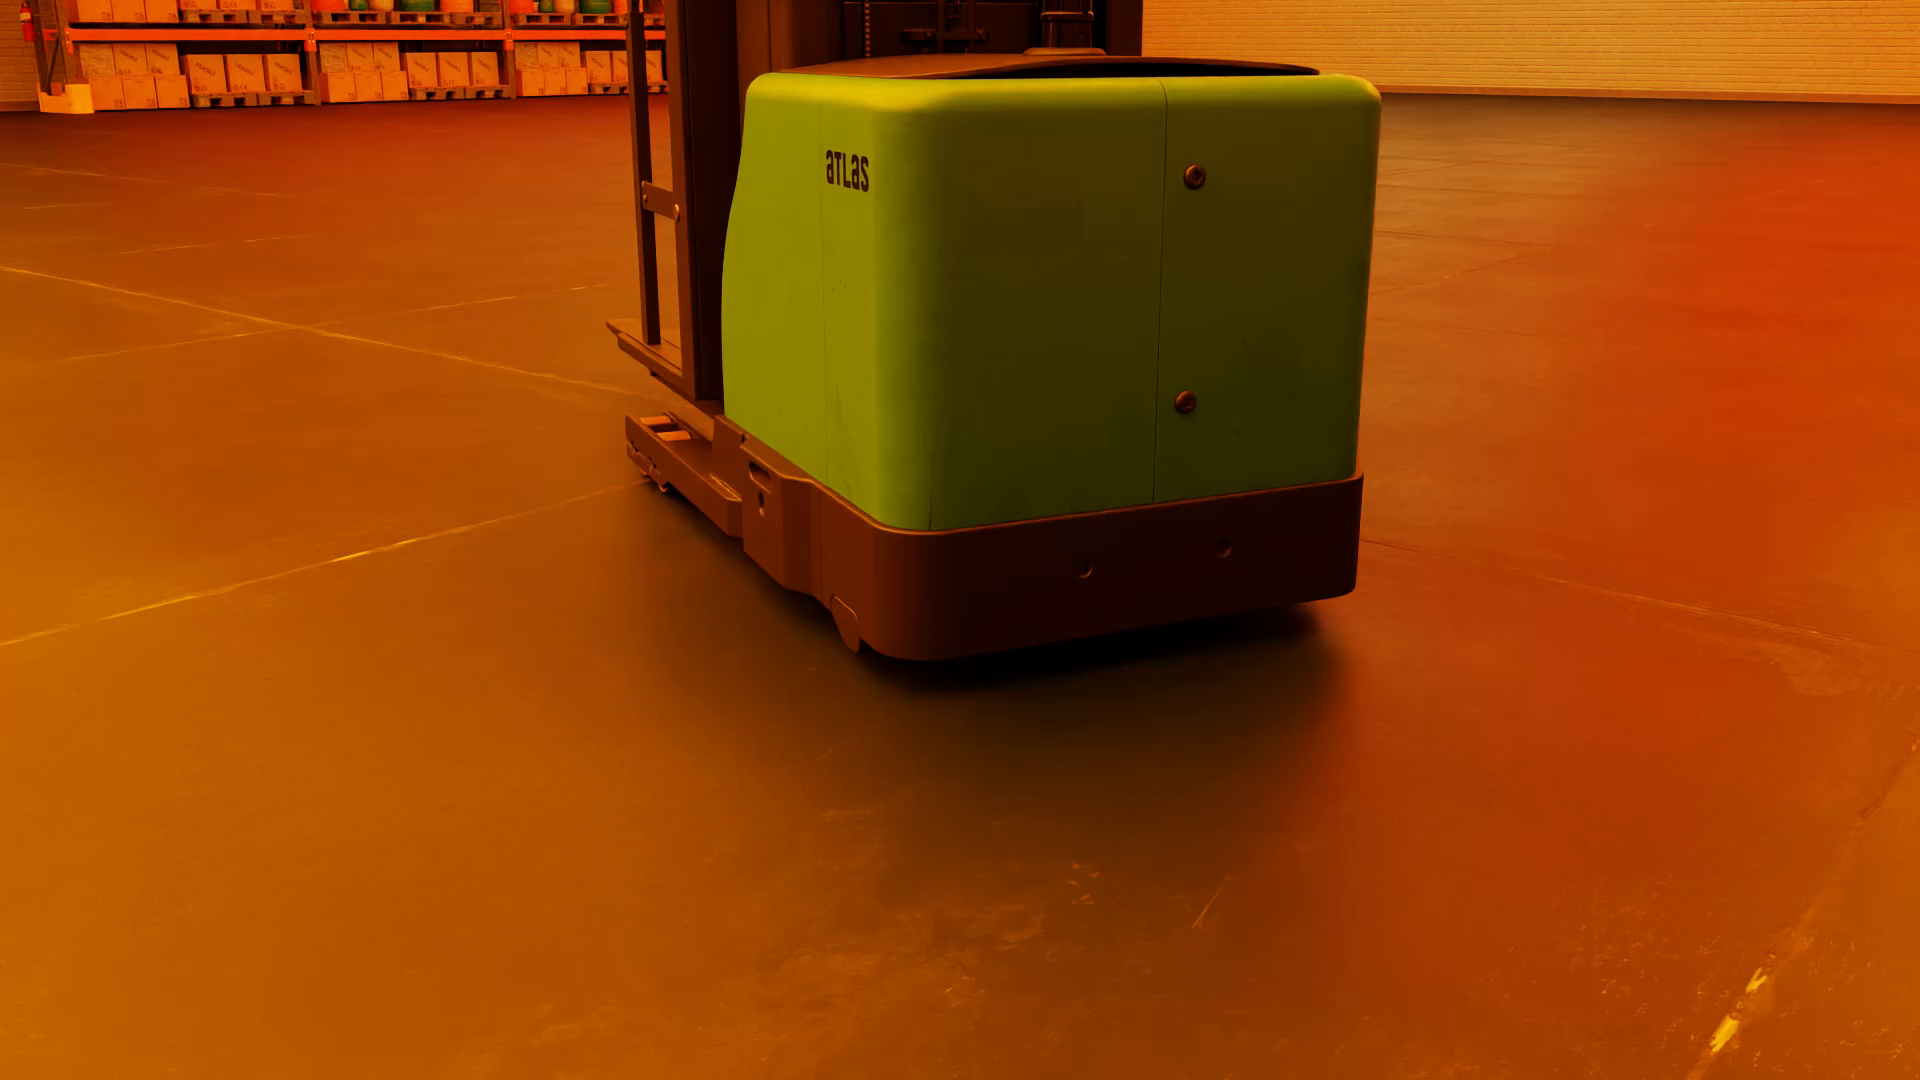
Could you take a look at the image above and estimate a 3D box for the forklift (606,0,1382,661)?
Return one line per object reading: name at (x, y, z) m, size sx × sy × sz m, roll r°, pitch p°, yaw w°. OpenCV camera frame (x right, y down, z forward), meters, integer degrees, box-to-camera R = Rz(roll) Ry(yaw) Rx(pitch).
forklift at (-0.259, -1.569, 4.065) m, size 1.130 × 2.935 × 3.031 m, roll -7°, pitch 18°, yaw -23°
